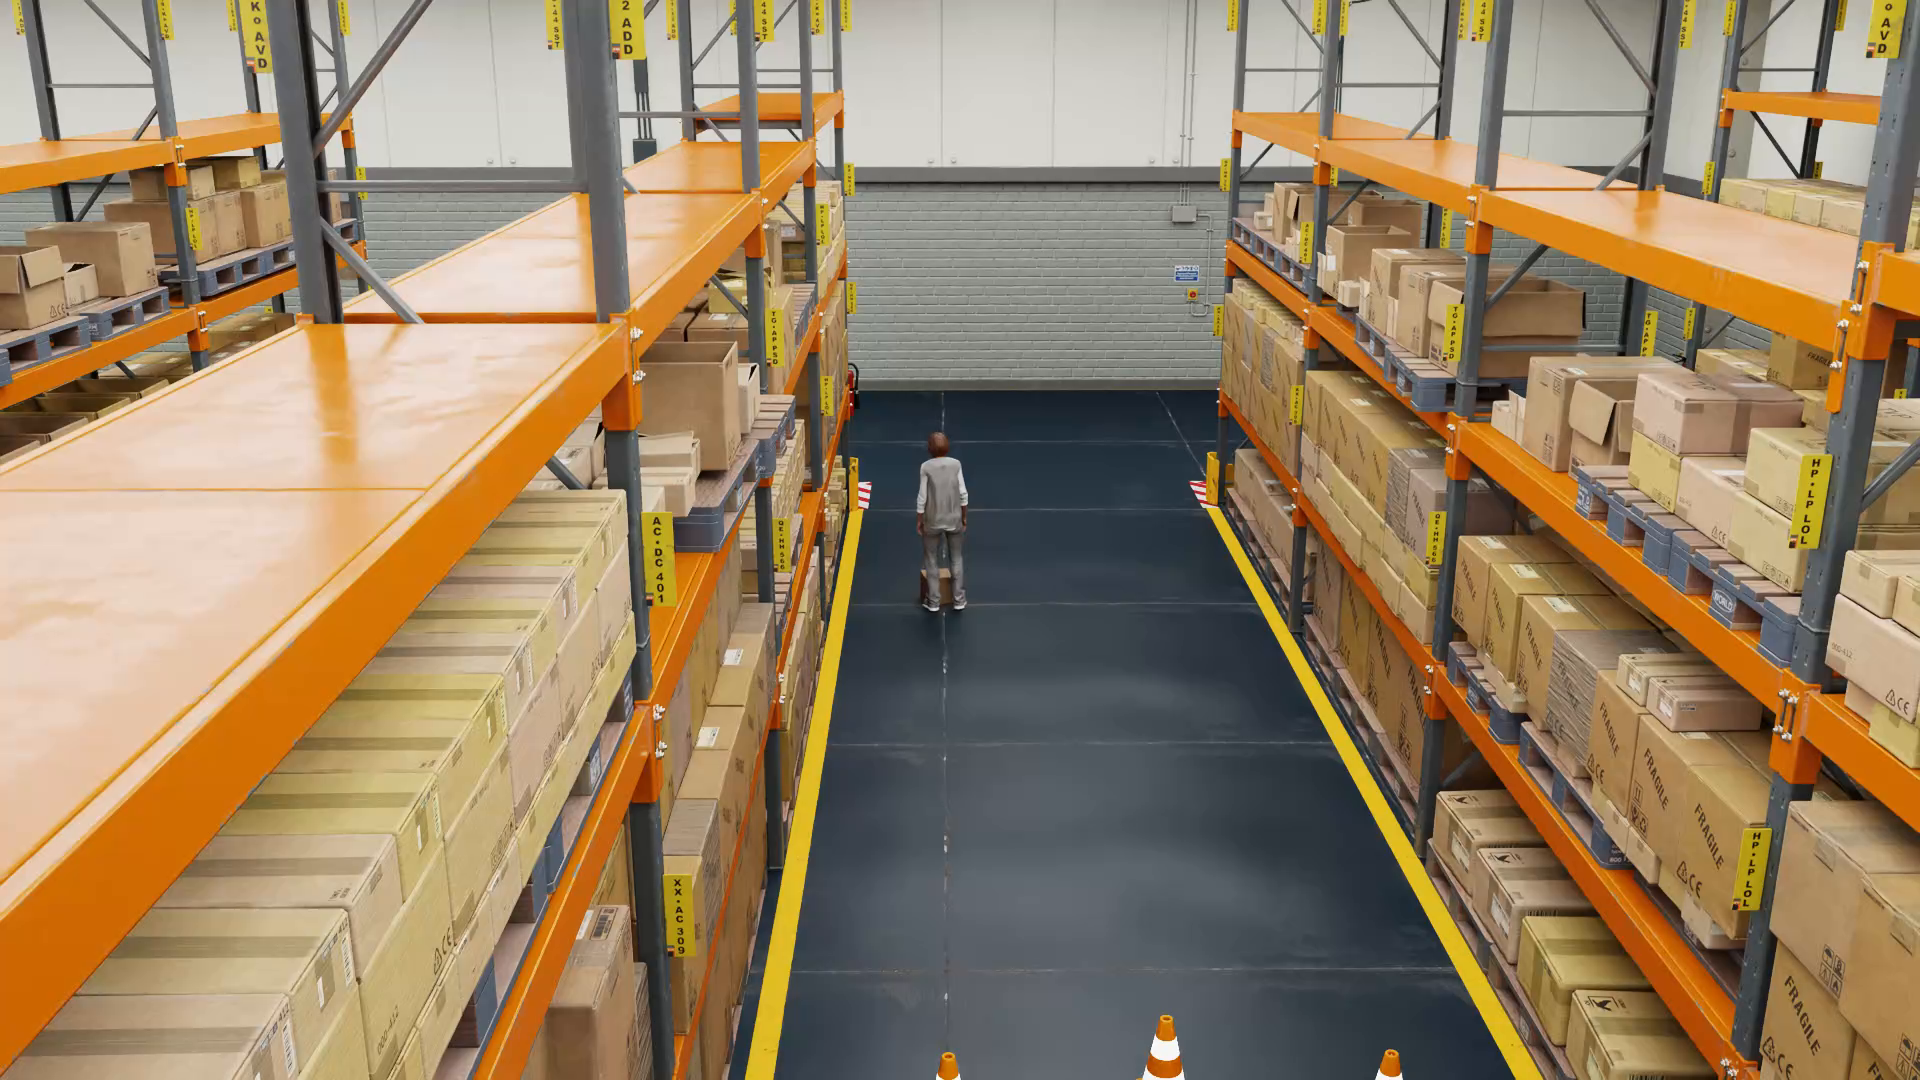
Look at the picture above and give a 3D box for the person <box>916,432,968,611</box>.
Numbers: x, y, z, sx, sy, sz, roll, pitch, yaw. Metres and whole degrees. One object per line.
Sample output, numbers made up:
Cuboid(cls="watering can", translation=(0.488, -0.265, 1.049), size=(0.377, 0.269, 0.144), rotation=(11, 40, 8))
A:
Cuboid(cls="person", translation=(-0.154, -0.153, 14.542), size=(0.472, 1.592, 0.347), rotation=(-4, 18, -12))
